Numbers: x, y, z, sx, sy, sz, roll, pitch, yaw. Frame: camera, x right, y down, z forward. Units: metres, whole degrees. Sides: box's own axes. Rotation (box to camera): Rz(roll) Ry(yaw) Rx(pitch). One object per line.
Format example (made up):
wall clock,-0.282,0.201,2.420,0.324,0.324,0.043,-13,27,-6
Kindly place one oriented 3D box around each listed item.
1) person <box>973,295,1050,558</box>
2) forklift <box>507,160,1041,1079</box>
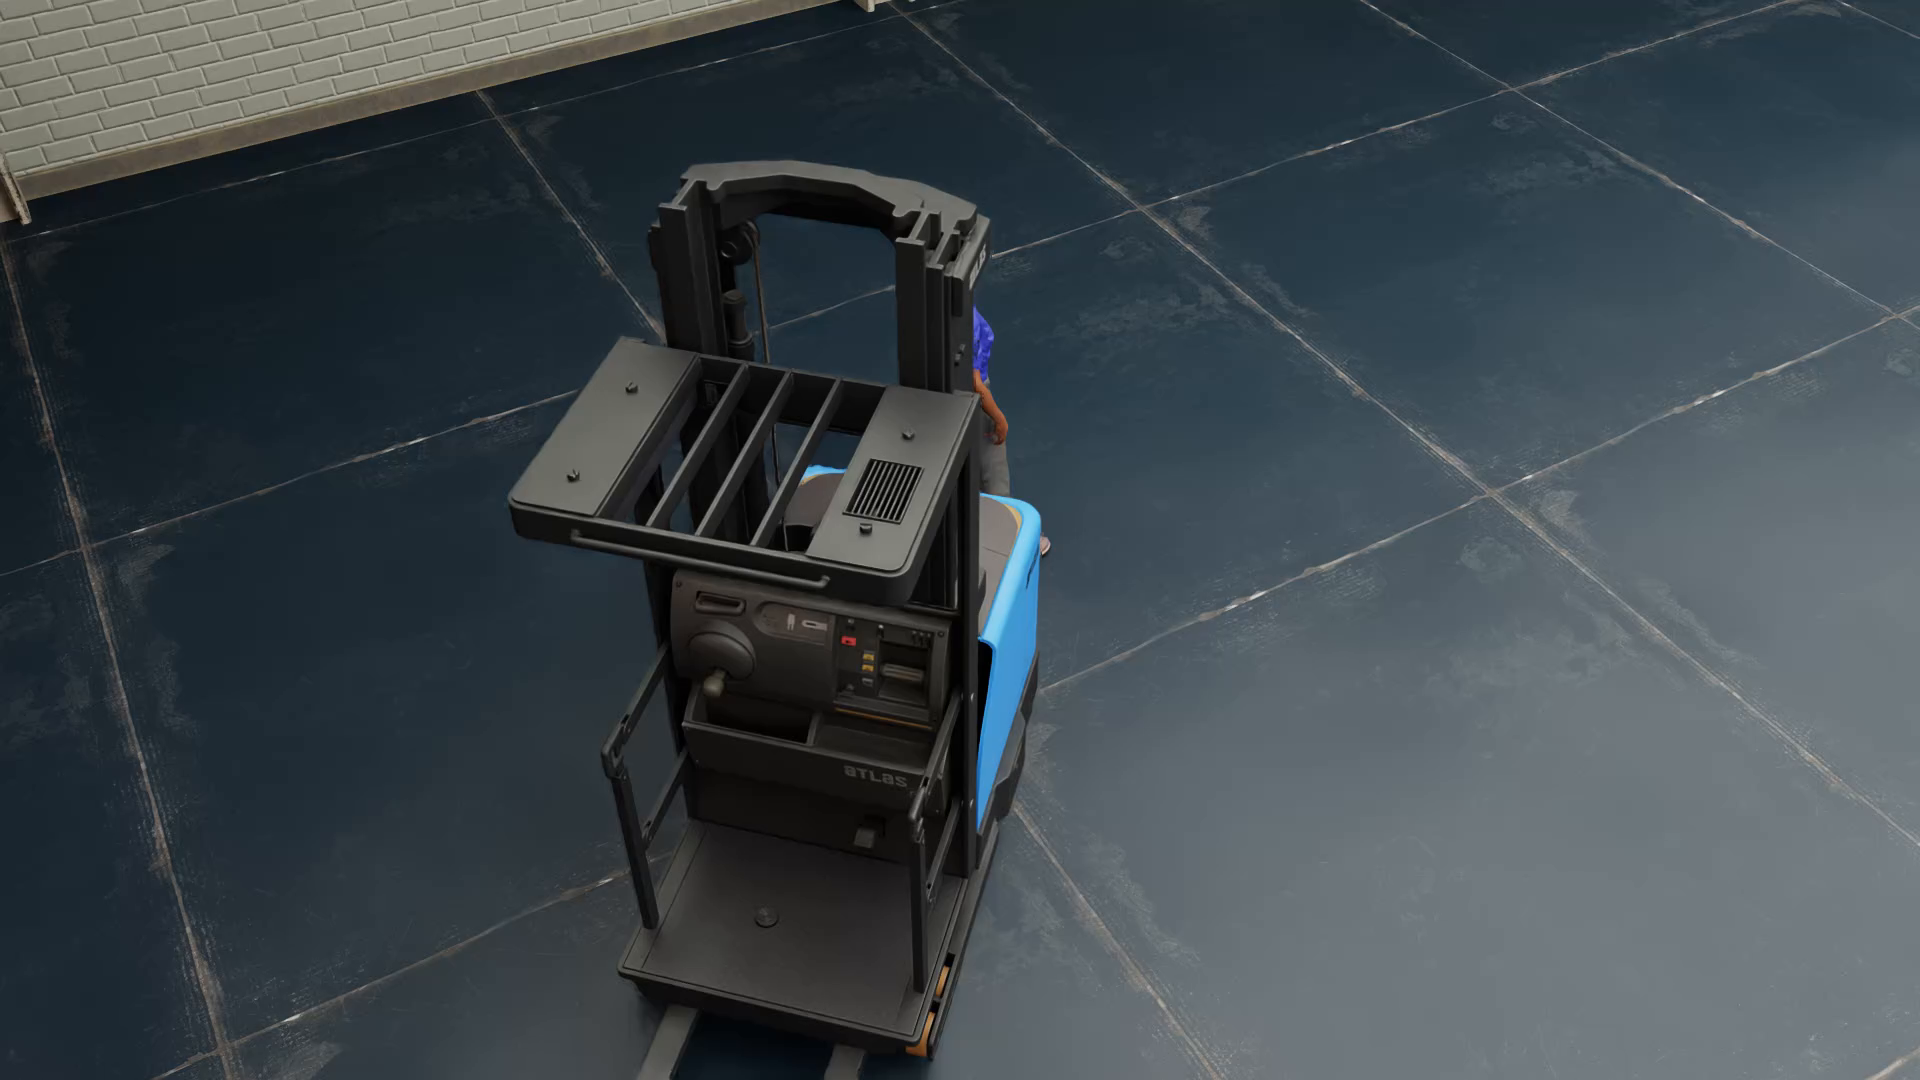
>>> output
person,0.086,-0.630,7.306,0.502,1.657,0.570,-21,47,-21
forklift,-0.544,0.452,5.211,1.130,2.935,3.031,10,44,11
